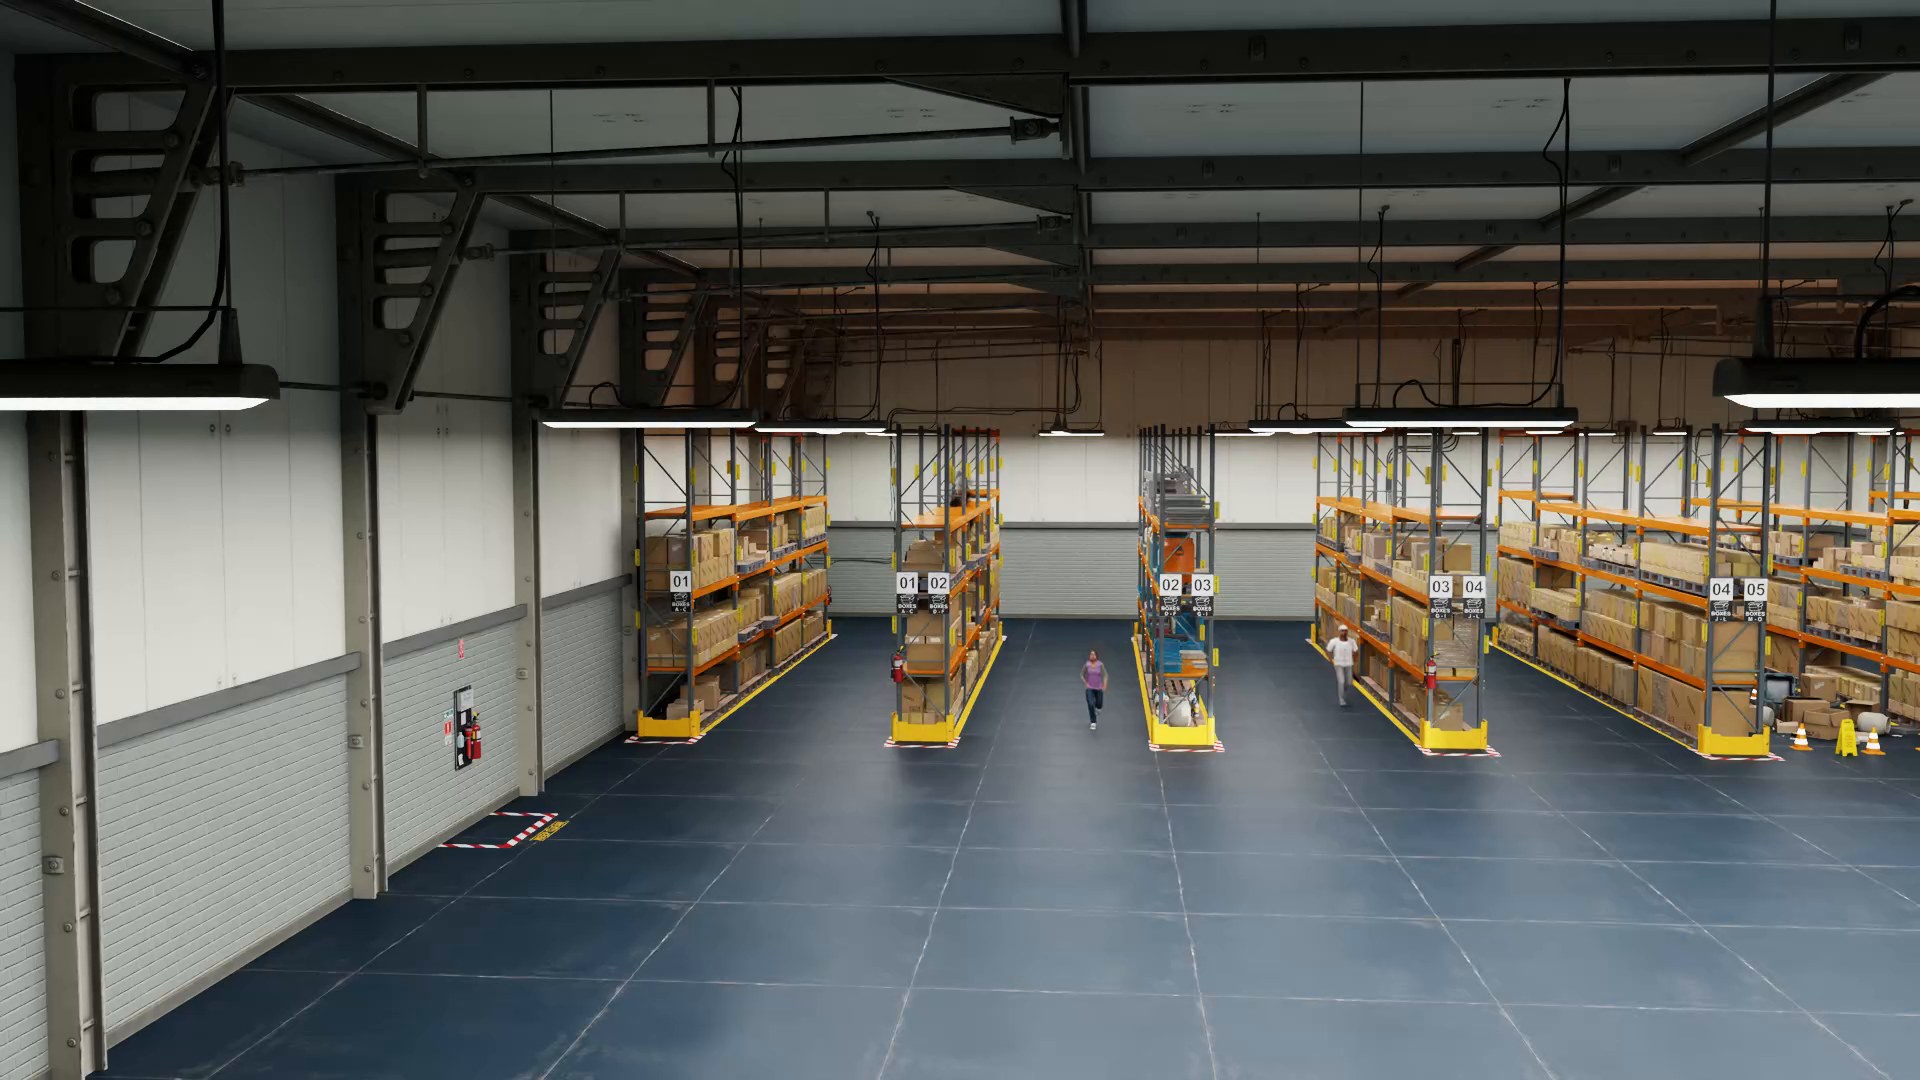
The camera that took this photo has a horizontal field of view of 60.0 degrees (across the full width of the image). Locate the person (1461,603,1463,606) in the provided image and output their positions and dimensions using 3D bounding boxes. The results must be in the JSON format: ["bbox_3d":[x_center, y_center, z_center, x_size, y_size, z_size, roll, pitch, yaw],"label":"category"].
[{"bbox_3d":[13.658,2.070,46.449,0.821,1.683,0.606,3,4,37],"label":"person"}]

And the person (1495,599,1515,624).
[{"bbox_3d":[15.612,2.005,47.330,0.759,1.810,0.693,0,3,-1],"label":"person"}]

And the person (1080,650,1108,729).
[{"bbox_3d":[2.658,2.958,33.065,0.562,1.538,0.580,0,3,1],"label":"person"}]

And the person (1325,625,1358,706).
[{"bbox_3d":[8.233,2.683,35.800,0.704,1.722,0.694,0,3,0],"label":"person"}]
